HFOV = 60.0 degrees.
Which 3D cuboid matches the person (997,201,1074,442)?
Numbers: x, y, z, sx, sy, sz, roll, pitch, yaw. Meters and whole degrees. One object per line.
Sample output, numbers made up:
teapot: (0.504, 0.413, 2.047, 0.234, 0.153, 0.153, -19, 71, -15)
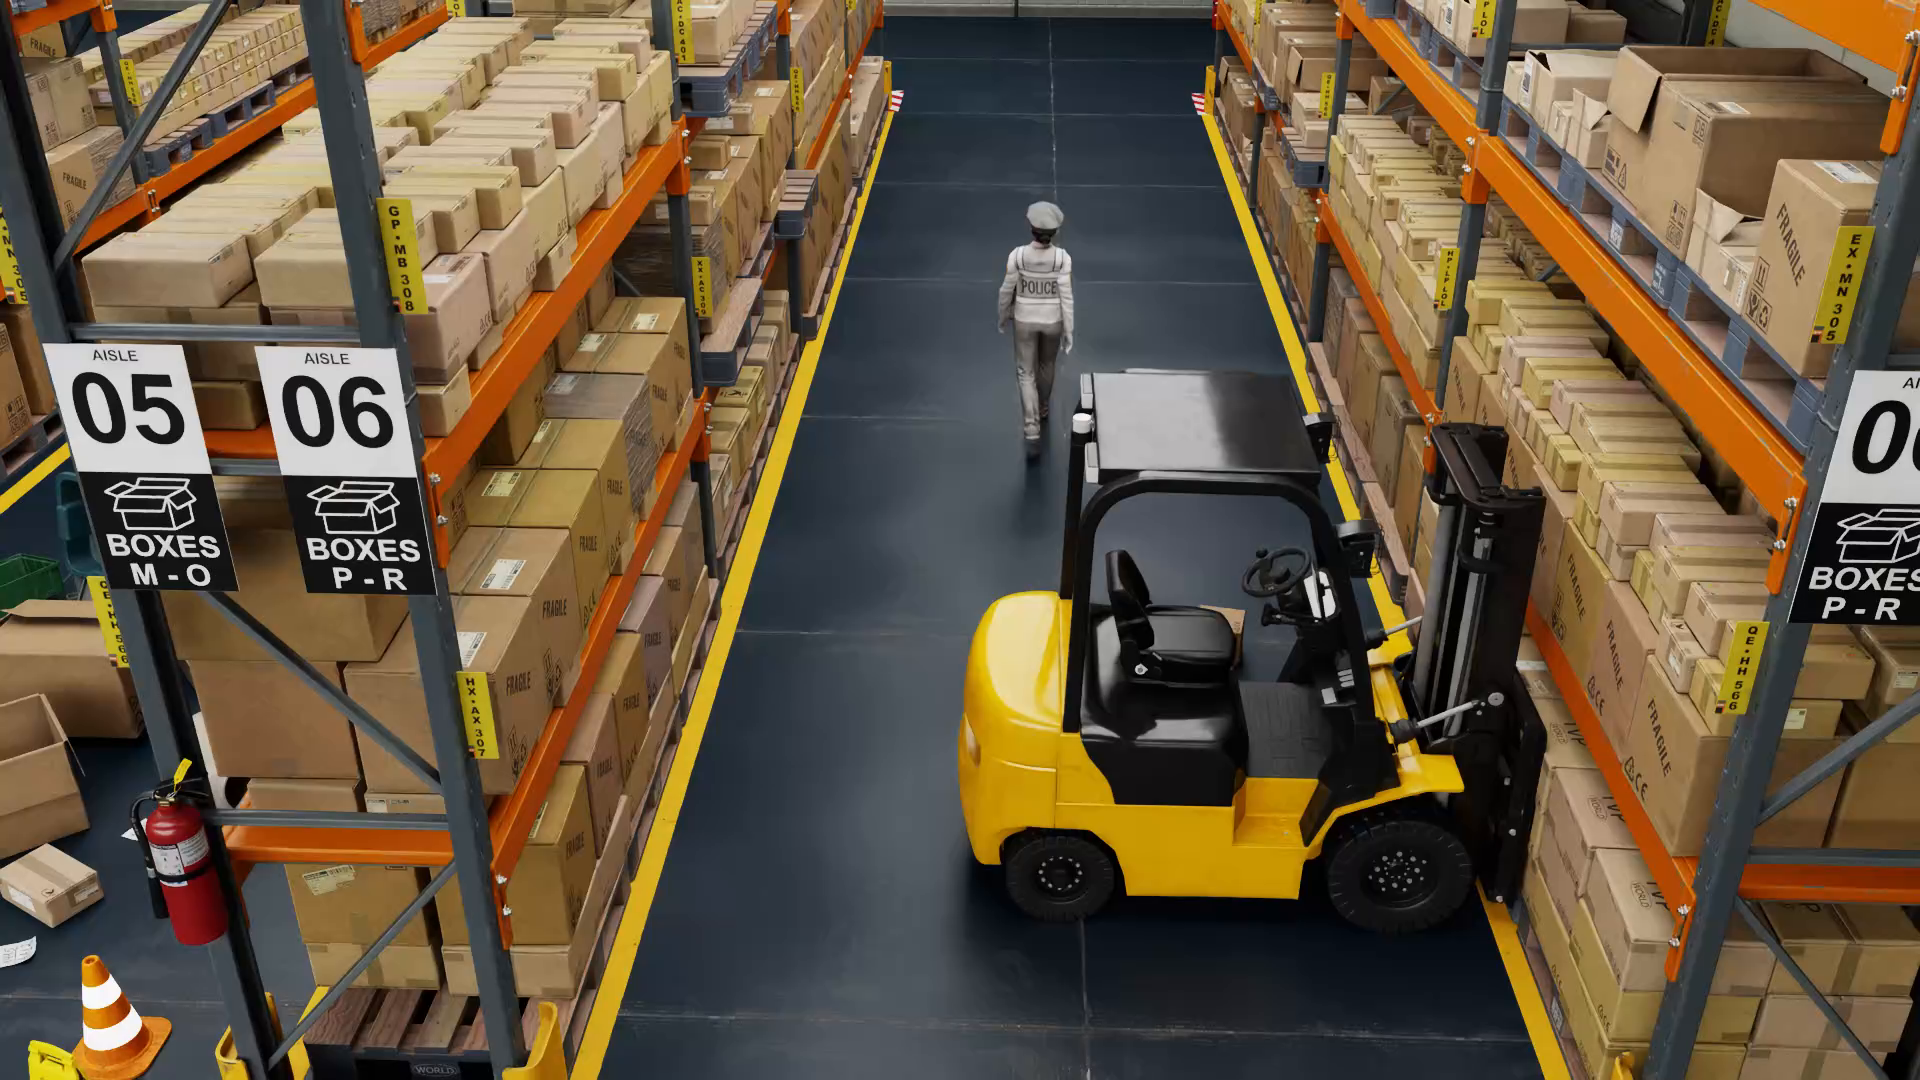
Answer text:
person: (0.517, -1.506, 11.396, 0.510, 1.645, 0.973, -1, 28, -2)
